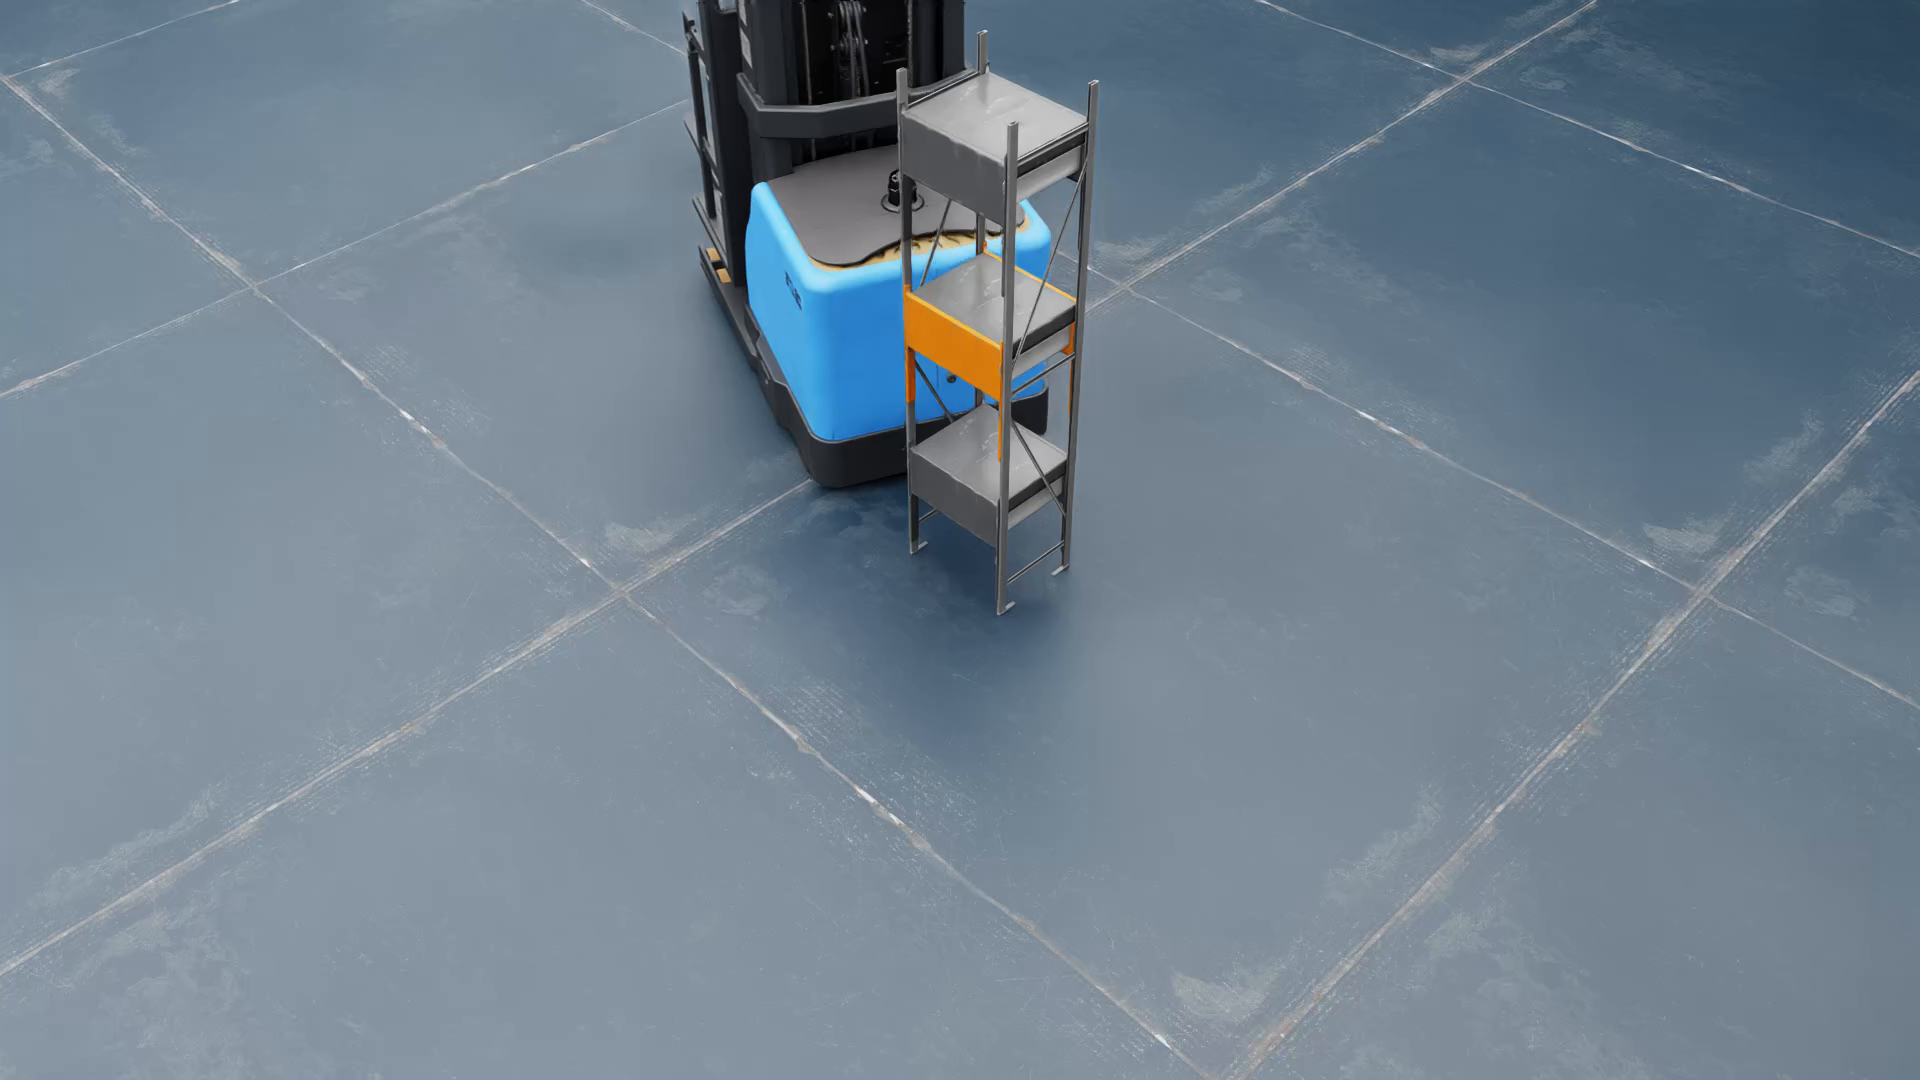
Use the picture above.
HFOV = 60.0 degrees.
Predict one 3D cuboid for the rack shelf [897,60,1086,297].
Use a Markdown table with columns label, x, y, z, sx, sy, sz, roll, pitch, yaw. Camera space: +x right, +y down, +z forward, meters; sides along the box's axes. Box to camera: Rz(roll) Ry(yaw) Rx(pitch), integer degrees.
| label | x | y | z | sx | sy | sz | roll | pitch | yaw |
| --- | --- | --- | --- | --- | --- | --- | --- | --- | --- |
| rack shelf | 0.117 | -1.196 | 5.486 | 0.431 | 0.518 | 0.480 | -34 | 53 | -31 |

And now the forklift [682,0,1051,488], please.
| label | x | y | z | sx | sy | sz | roll | pitch | yaw |
| --- | --- | --- | --- | --- | --- | --- | --- | --- | --- |
| forklift | -0.621 | -2.305 | 7.085 | 1.130 | 2.935 | 3.031 | -14 | 45 | -15 |

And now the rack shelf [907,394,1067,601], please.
| label | x | y | z | sx | sy | sz | roll | pitch | yaw |
| --- | --- | --- | --- | --- | --- | --- | --- | --- | --- |
| rack shelf | 0.117 | -0.167 | 6.436 | 0.431 | 0.518 | 0.480 | -34 | 53 | -31 |

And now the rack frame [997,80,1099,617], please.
| label | x | y | z | sx | sy | sz | roll | pitch | yaw |
| --- | --- | --- | --- | --- | --- | --- | --- | --- | --- |
| rack frame | 0.289 | -0.574 | 5.824 | 0.400 | 2.100 | 0.015 | -34 | 53 | -31 |

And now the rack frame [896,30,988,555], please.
| label | x | y | z | sx | sy | sz | roll | pitch | yaw |
| --- | --- | --- | --- | --- | --- | --- | --- | --- | --- |
| rack frame | -0.055 | -0.809 | 6.078 | 0.400 | 2.100 | 0.015 | -34 | 53 | -31 |

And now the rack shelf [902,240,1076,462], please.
| label | x | y | z | sx | sy | sz | roll | pitch | yaw |
| --- | --- | --- | --- | --- | --- | --- | --- | --- | --- |
| rack shelf | 0.117 | -0.682 | 5.961 | 0.431 | 0.518 | 0.480 | -34 | 53 | -31 |

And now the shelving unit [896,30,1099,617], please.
| label | x | y | z | sx | sy | sz | roll | pitch | yaw |
| --- | --- | --- | --- | --- | --- | --- | --- | --- | --- |
| shelving unit | 0.117 | -0.692 | 5.951 | 0.431 | 2.100 | 0.503 | -34 | 53 | -31 |
